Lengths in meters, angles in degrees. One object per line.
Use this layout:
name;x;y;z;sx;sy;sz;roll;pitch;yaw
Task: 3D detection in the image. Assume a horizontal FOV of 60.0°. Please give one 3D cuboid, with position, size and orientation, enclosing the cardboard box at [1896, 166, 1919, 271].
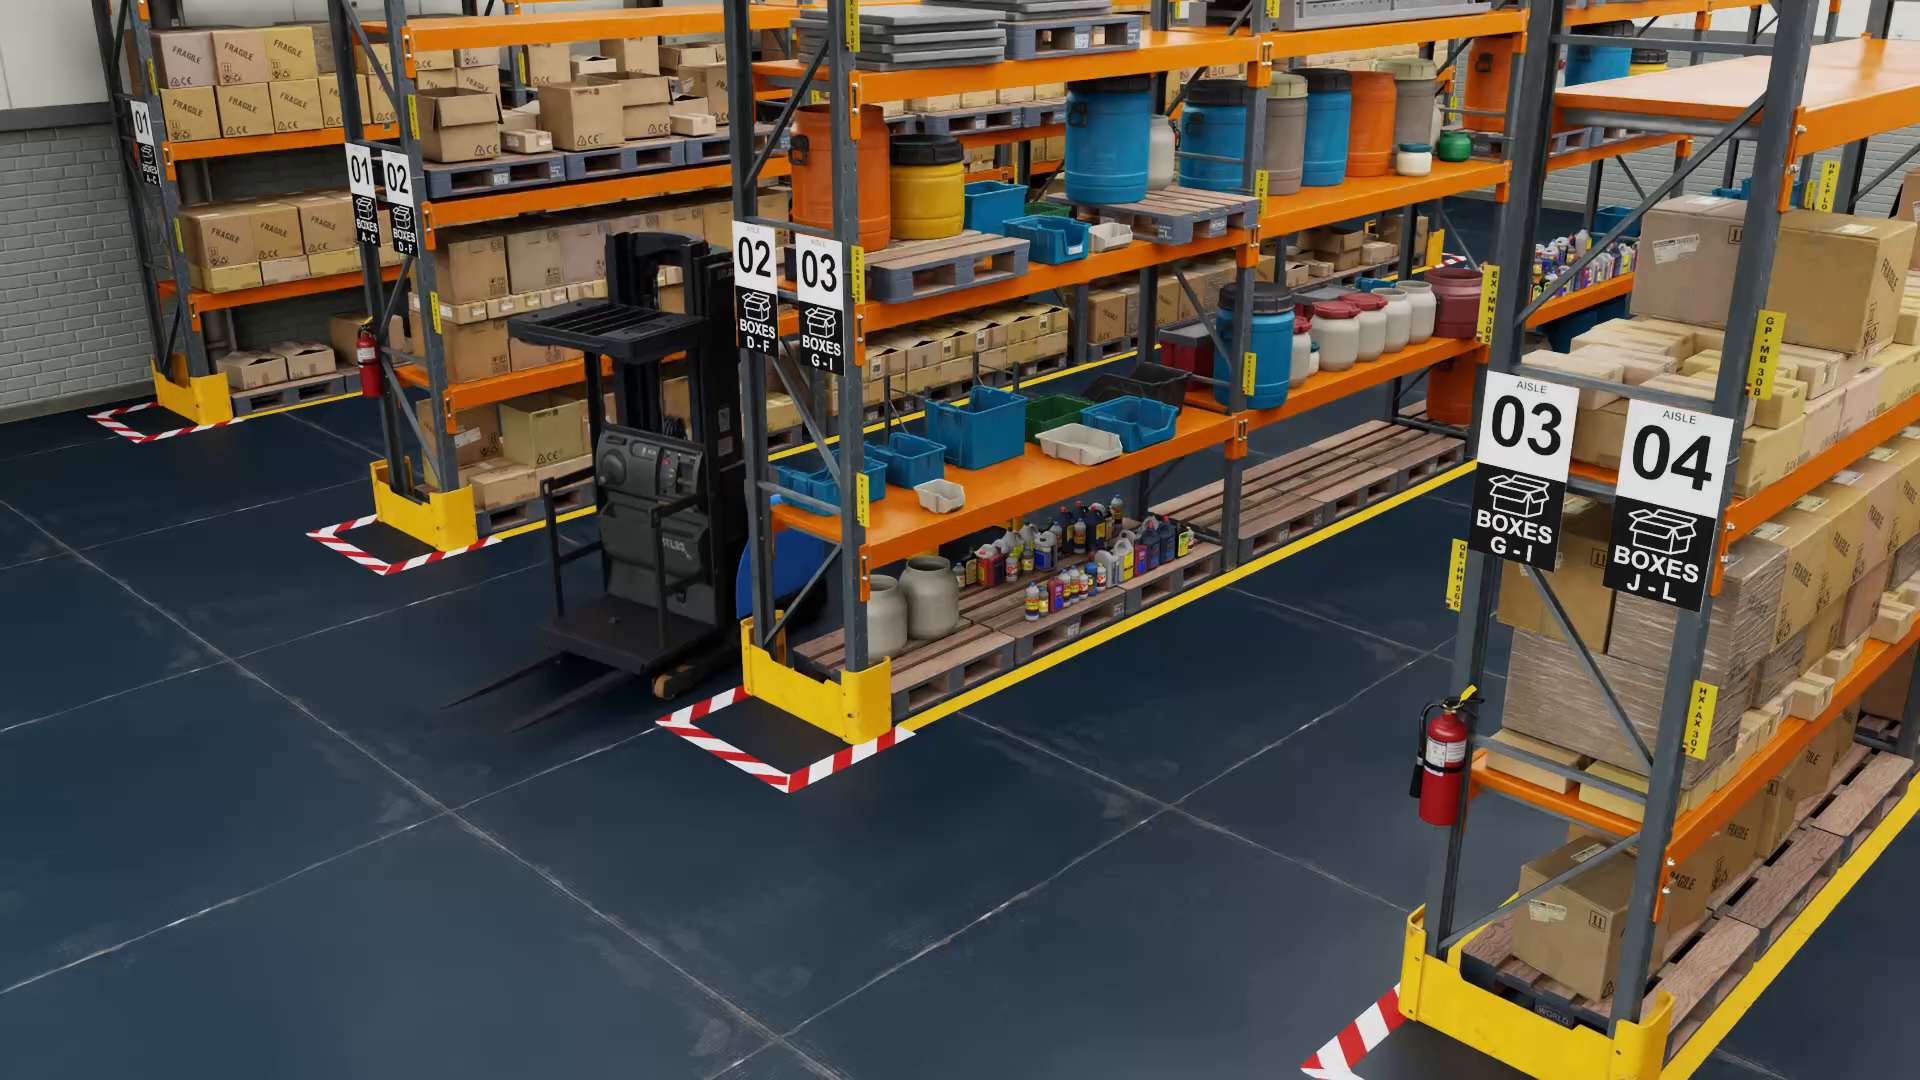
cardboard box;5.234;-1.677;8.687;0.500;0.500;0.500;18;28;39

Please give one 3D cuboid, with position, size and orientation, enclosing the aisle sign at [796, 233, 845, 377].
aisle sign;-0.814;-1.371;9.698;0.394;0.787;0.004;19;28;41

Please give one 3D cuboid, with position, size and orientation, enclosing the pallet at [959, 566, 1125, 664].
pallet;0.467;0.502;12.337;1.003;0.211;1.213;19;28;41

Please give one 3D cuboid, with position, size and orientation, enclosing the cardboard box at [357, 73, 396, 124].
cardboard box;-6.178;-4.743;17.746;0.500;0.500;0.500;18;27;39

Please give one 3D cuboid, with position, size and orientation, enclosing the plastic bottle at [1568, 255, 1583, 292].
plastic bottle;6.222;-2.709;16.873;0.144;0.351;0.185;19;28;41

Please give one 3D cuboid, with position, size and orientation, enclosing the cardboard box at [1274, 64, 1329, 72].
cardboard box;4.367;-5.968;21.310;0.500;0.250;0.500;19;28;41

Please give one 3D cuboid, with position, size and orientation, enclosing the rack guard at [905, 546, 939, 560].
rack guard;-0.401;0.031;13.508;0.587;0.250;0.087;19;28;41

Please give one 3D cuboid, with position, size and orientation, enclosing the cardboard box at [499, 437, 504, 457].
cardboard box;-4.018;-0.746;14.943;0.500;0.250;0.500;19;28;41

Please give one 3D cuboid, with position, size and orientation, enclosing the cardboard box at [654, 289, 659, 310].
cardboard box;-3.108;-2.052;14.955;0.500;0.500;0.700;-19;28;-40

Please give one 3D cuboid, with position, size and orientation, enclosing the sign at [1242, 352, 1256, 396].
sign;2.203;-1.266;12.663;0.100;0.325;0.005;19;28;41

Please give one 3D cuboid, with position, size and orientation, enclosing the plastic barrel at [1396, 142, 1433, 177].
plastic barrel;3.887;-3.256;14.238;0.301;0.262;0.301;0;21;0

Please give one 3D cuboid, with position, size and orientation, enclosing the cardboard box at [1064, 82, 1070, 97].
cardboard box;1.341;-5.114;18.739;0.910;0.500;0.500;19;28;41

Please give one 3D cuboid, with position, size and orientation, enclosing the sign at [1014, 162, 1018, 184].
sign;0.665;-4.183;19.135;0.100;0.325;0.005;19;28;41

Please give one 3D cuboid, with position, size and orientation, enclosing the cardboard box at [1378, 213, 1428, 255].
cardboard box;6.438;-4.440;24.178;0.500;0.500;0.500;19;28;41

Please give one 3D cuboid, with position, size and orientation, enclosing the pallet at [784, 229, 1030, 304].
pallet;-0.327;-1.749;10.389;1.003;0.211;1.213;19;28;41

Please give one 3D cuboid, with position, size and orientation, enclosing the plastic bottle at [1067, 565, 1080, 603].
plastic bottle;0.823;0.317;12.120;0.097;0.271;0.097;0;21;0

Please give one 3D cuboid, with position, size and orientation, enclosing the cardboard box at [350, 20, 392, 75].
cardboard box;-6.169;-5.203;17.550;0.500;0.500;0.500;18;27;39

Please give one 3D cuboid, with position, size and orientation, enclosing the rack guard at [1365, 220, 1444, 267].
rack guard;6.588;-4.416;24.730;1.175;0.500;0.348;19;28;41

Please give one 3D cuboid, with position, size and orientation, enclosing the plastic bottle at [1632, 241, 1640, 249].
plastic bottle;7.354;-3.094;17.977;0.152;0.276;0.135;19;28;41

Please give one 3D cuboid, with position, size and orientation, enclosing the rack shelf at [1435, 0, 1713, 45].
rack shelf;6.002;-5.097;16.216;1.077;0.370;4.000;19;28;41

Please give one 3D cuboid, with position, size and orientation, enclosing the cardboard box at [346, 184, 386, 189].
cardboard box;-6.475;-3.719;18.567;0.500;0.500;0.500;-19;28;-41

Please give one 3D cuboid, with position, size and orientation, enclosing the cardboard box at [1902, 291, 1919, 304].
cardboard box;4.574;-1.141;8.196;0.250;0.149;0.380;-19;28;-40

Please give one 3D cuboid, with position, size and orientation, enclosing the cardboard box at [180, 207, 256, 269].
cardboard box;-7.524;-3.066;16.867;0.500;0.500;0.500;19;28;41

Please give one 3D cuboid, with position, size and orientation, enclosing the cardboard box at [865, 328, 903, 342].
cardboard box;-0.945;-2.131;17.766;0.500;0.311;0.500;19;28;40

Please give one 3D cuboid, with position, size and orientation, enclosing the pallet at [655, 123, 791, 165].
pallet;-2.306;-3.651;15.197;1.003;0.211;1.213;19;28;41

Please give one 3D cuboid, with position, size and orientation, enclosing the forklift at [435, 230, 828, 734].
forklift;-2.228;-0.490;11.127;1.130;2.935;3.031;13;25;31

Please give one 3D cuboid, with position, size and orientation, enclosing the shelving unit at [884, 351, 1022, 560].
shelving unit;-0.053;-0.680;13.616;0.587;1.500;1.083;19;28;41

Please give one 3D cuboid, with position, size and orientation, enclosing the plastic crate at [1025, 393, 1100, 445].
plastic crate;0.667;-0.900;12.393;0.450;0.188;0.662;19;28;41

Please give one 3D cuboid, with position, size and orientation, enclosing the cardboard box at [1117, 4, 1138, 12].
cardboard box;2.417;-8.382;25.821;0.500;0.500;0.500;-19;28;-40

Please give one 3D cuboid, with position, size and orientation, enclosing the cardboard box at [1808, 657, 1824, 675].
cardboard box;4.140;0.635;8.452;0.380;0.149;0.250;19;28;41

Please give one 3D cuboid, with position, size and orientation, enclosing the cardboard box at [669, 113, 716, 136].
cardboard box;-2.376;-3.684;14.728;0.380;0.149;0.250;19;28;41

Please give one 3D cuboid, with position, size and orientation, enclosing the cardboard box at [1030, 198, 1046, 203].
cardboard box;0.894;-5.009;25.687;0.700;0.500;0.500;20;29;41

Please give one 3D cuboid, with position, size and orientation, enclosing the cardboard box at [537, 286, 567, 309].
cardboard box;-3.557;-2.083;14.131;0.380;0.149;0.250;19;28;40

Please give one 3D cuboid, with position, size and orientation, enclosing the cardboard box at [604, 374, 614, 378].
cardboard box;-3.323;-1.354;15.479;0.500;0.500;0.500;19;28;41

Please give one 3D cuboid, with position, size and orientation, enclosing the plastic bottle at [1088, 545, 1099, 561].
plastic bottle;1.022;0.170;12.487;0.061;0.283;0.133;19;28;41

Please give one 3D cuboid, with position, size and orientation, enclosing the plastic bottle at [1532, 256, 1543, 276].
plastic bottle;6.096;-2.893;17.560;0.097;0.201;0.097;0;21;0

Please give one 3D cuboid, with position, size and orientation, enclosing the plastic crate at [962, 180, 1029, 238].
plastic crate;0.141;-2.207;11.340;0.392;0.384;0.575;19;28;41

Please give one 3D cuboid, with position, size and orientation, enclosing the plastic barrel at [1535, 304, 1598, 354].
plastic barrel;6.512;-2.233;17.904;0.600;0.901;0.708;19;28;41

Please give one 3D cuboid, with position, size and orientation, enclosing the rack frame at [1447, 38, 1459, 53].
rack frame;6.641;-8.403;23.256;1.000;3.000;0.127;19;28;41

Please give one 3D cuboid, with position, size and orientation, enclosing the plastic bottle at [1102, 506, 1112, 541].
plastic bottle;1.151;-0.126;13.256;0.061;0.283;0.133;19;28;41

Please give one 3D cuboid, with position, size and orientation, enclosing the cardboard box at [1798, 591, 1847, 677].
cardboard box;3.978;0.269;8.503;0.875;0.500;0.500;19;28;41

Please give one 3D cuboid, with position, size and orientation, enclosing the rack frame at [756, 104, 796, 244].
rack frame;-2.491;-4.785;22.205;1.000;3.000;0.127;19;28;41

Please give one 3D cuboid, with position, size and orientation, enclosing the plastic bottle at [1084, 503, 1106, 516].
plastic bottle;1.074;-0.149;13.327;0.135;0.276;0.152;-19;28;-40

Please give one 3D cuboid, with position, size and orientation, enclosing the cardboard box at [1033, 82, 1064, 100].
cardboard box;0.784;-4.942;18.055;0.500;0.250;0.500;17;27;37

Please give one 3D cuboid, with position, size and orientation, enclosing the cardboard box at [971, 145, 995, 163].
cardboard box;0.158;-5.826;24.332;0.500;0.500;0.500;19;28;40

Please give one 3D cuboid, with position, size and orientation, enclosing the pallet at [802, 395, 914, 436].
pallet;-1.244;-1.416;17.325;1.003;0.211;1.213;19;28;41

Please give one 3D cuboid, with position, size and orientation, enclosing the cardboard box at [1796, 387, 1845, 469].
cardboard box;3.451;-0.533;7.170;0.500;0.250;0.500;18;28;39

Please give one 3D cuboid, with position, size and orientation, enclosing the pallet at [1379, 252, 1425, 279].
pallet;6.033;-4.076;24.248;1.003;0.211;1.213;19;28;41

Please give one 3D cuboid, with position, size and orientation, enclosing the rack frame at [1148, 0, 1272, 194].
rack frame;1.816;-4.078;12.002;1.000;3.000;0.127;19;28;41

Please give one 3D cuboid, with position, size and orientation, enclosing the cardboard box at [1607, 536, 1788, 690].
cardboard box;3.154;0.265;7.118;0.500;0.500;0.500;19;28;41

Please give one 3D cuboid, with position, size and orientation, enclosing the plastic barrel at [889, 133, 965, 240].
plastic barrel;-0.270;-2.258;10.601;0.600;0.588;0.600;0;21;0

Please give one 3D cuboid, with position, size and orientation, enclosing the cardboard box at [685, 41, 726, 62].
cardboard box;-3.158;-6.114;21.313;0.500;0.500;0.500;19;28;41

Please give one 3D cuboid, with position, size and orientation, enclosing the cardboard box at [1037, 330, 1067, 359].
cardboard box;0.868;-2.262;18.889;0.500;0.250;0.500;-19;28;-41

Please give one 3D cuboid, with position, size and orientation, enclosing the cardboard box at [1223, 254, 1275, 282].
cardboard box;3.712;-3.414;21.510;0.500;0.500;0.500;19;28;40

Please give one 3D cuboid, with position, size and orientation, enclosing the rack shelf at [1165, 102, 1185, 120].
rack shelf;2.456;-5.125;19.910;1.077;0.370;4.000;19;28;41
